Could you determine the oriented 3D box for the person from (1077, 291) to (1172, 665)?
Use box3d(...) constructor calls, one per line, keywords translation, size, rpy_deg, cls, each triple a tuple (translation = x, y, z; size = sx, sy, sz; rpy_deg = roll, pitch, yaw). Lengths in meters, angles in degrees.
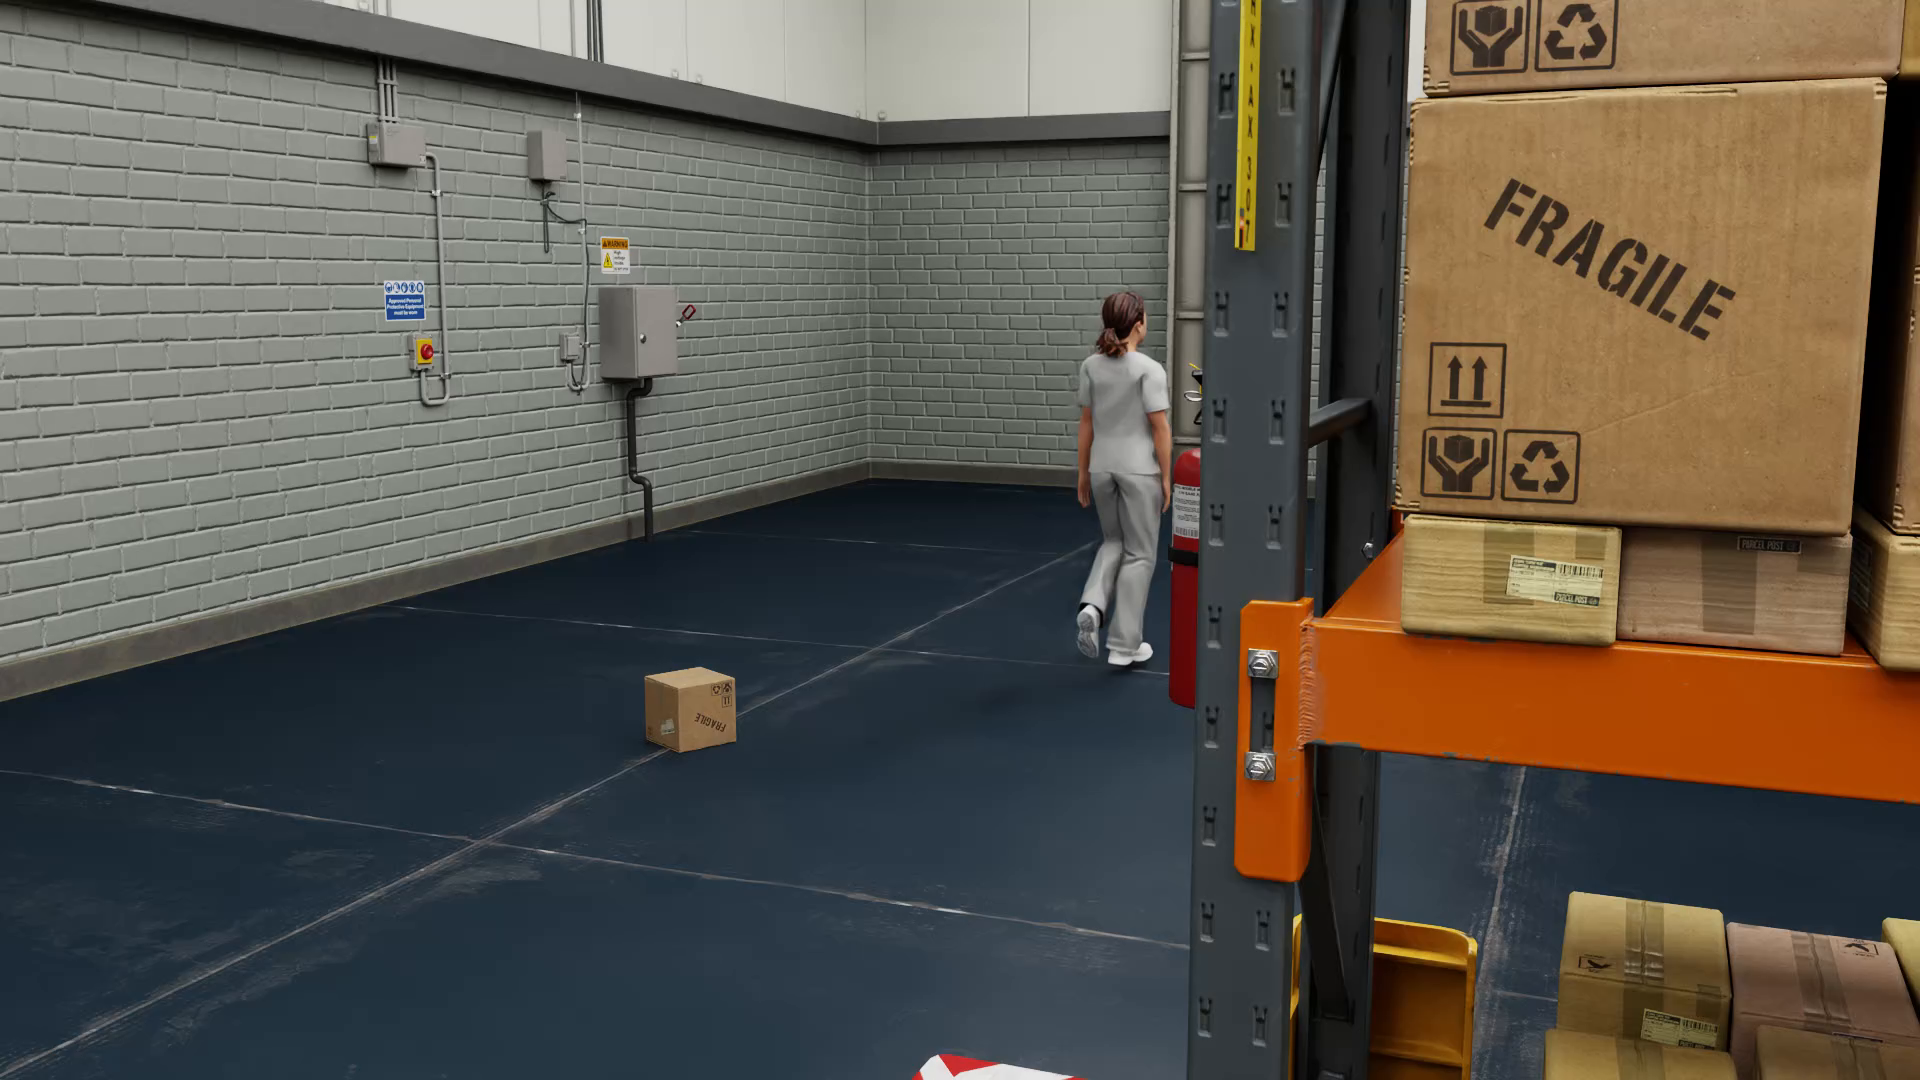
box3d(translation=(0.745, -0.268, 7.426), size=(0.467, 1.662, 0.471), rpy_deg=(7, 11, 37), cls="person")
